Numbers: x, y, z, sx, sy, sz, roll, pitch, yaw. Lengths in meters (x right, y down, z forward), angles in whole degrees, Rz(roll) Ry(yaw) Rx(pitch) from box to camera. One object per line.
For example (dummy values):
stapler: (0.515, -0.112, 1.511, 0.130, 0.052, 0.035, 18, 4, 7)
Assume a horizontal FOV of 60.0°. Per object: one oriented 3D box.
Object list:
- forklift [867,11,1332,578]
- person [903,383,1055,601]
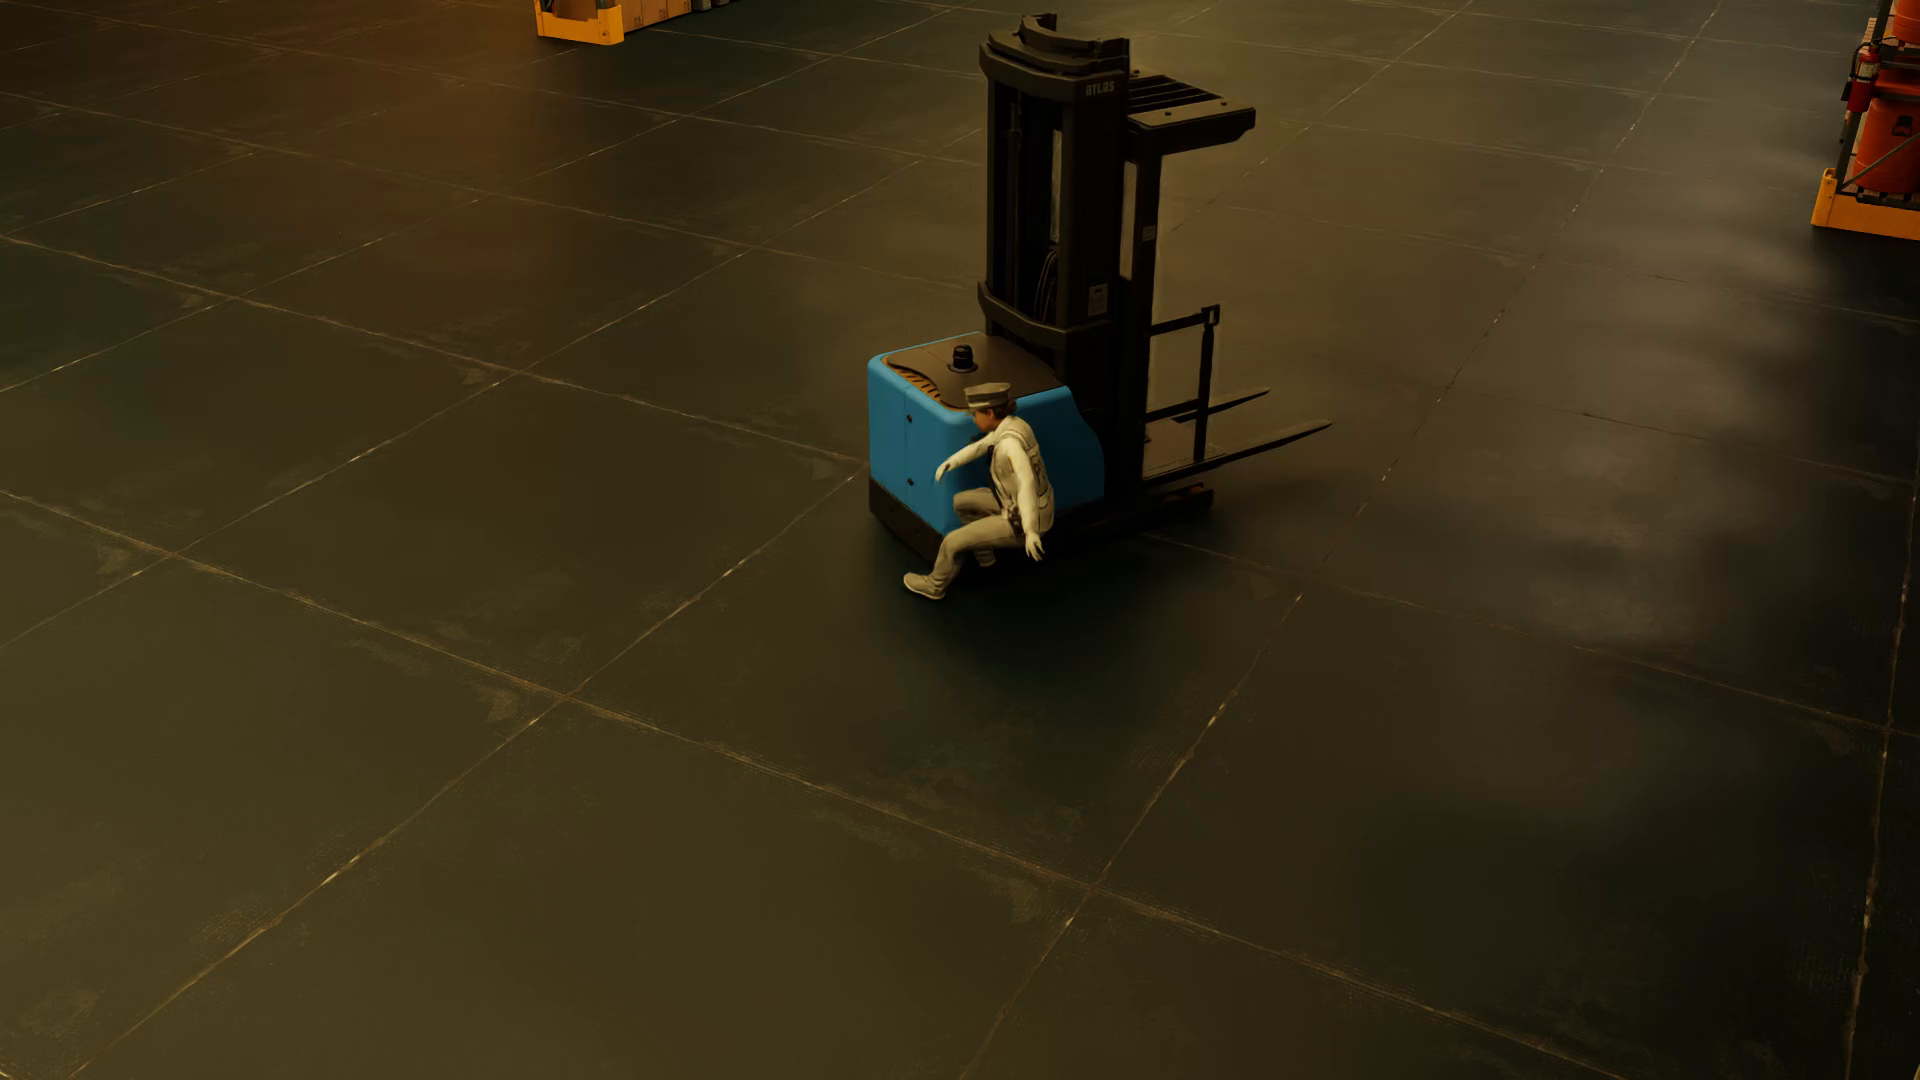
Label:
forklift: (0.970, -1.590, 9.826, 3.031, 2.935, 1.130, -17, 34, -27)
person: (0.075, -0.172, 8.923, 0.896, 1.349, 0.995, 5, 30, 9)
